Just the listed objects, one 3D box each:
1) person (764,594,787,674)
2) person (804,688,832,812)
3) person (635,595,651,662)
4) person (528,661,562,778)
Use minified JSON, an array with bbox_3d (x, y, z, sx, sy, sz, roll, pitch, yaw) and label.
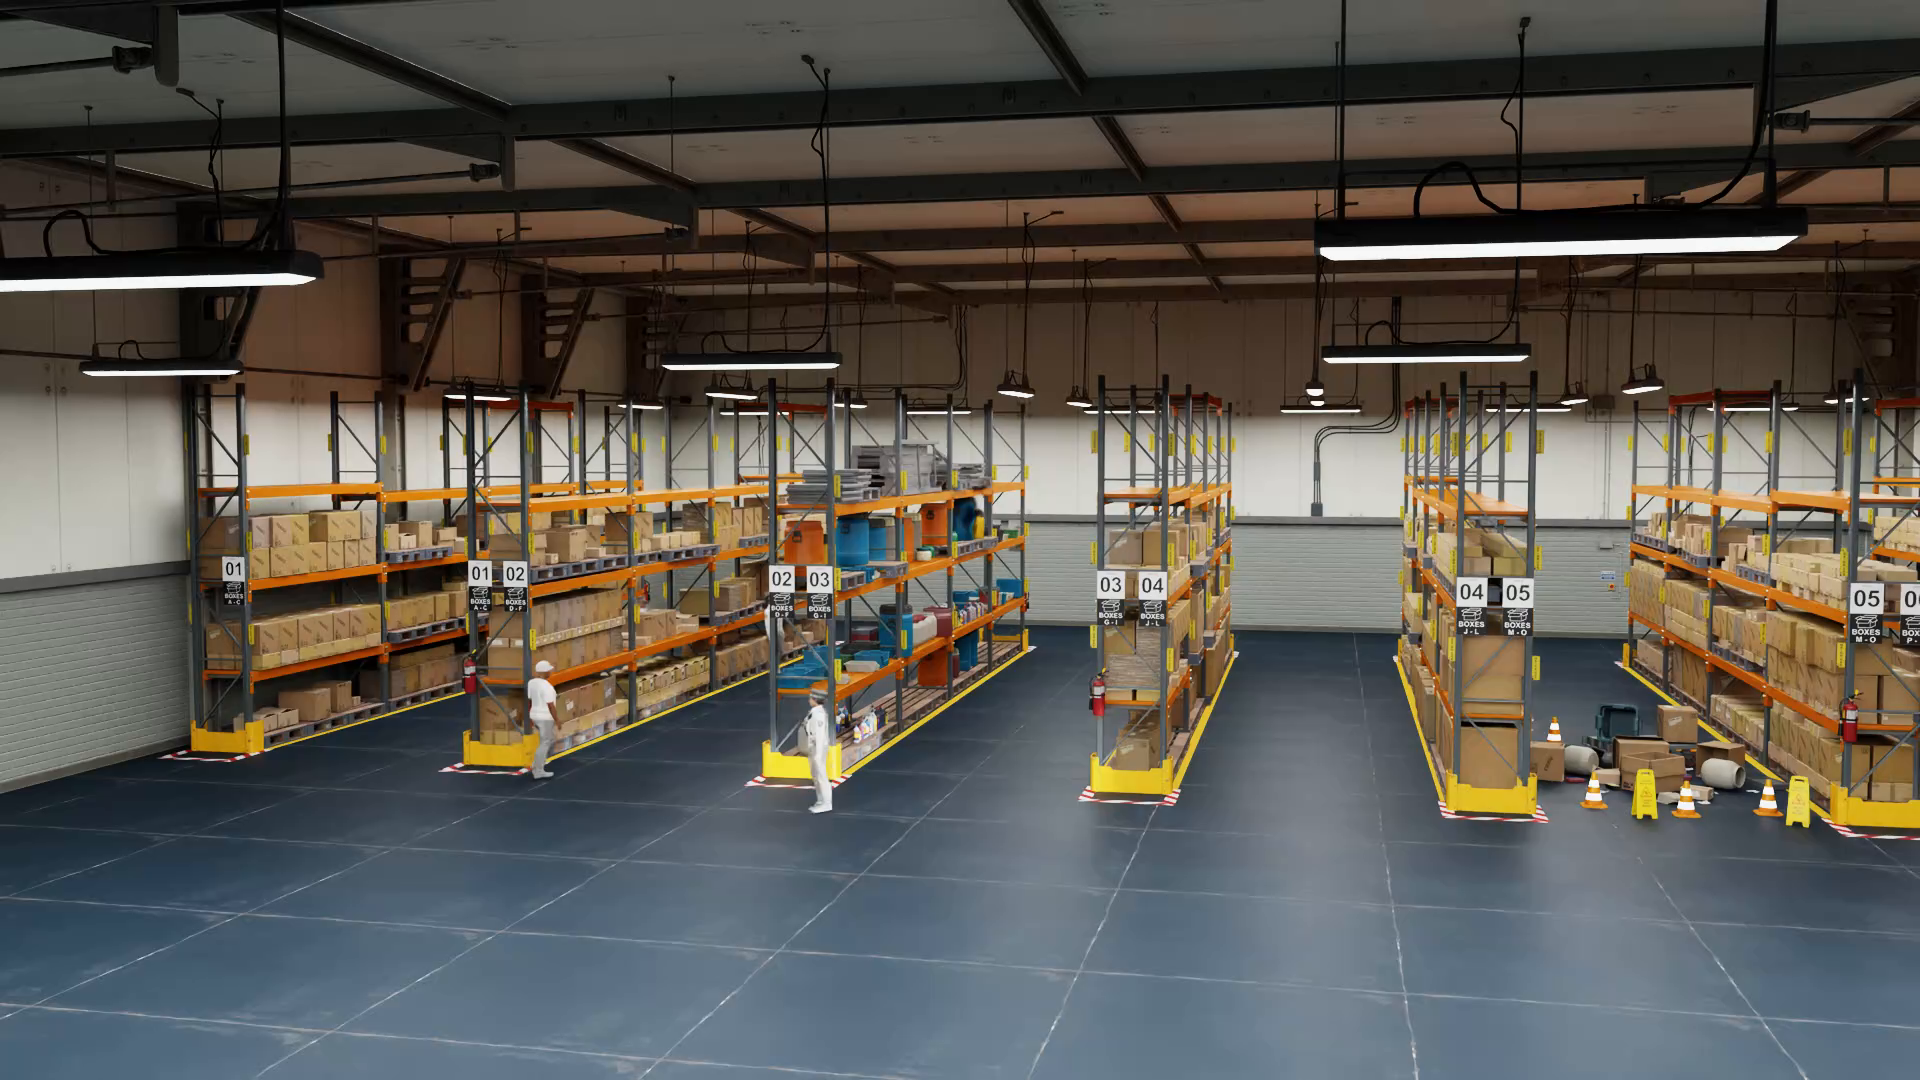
[{"bbox_3d":[-3.817,1.934,34.192,0.451,1.734,0.544,3,4,38],"label":"person"},{"bbox_3d":[-1.957,2.877,22.689,0.361,1.719,0.585,-1,3,-14],"label":"person"},{"bbox_3d":[-6.778,2.068,35.885,0.505,1.751,0.624,0,3,-7],"label":"person"},{"bbox_3d":[-6.213,2.698,24.903,0.437,1.799,0.580,-2,4,-37],"label":"person"}]
